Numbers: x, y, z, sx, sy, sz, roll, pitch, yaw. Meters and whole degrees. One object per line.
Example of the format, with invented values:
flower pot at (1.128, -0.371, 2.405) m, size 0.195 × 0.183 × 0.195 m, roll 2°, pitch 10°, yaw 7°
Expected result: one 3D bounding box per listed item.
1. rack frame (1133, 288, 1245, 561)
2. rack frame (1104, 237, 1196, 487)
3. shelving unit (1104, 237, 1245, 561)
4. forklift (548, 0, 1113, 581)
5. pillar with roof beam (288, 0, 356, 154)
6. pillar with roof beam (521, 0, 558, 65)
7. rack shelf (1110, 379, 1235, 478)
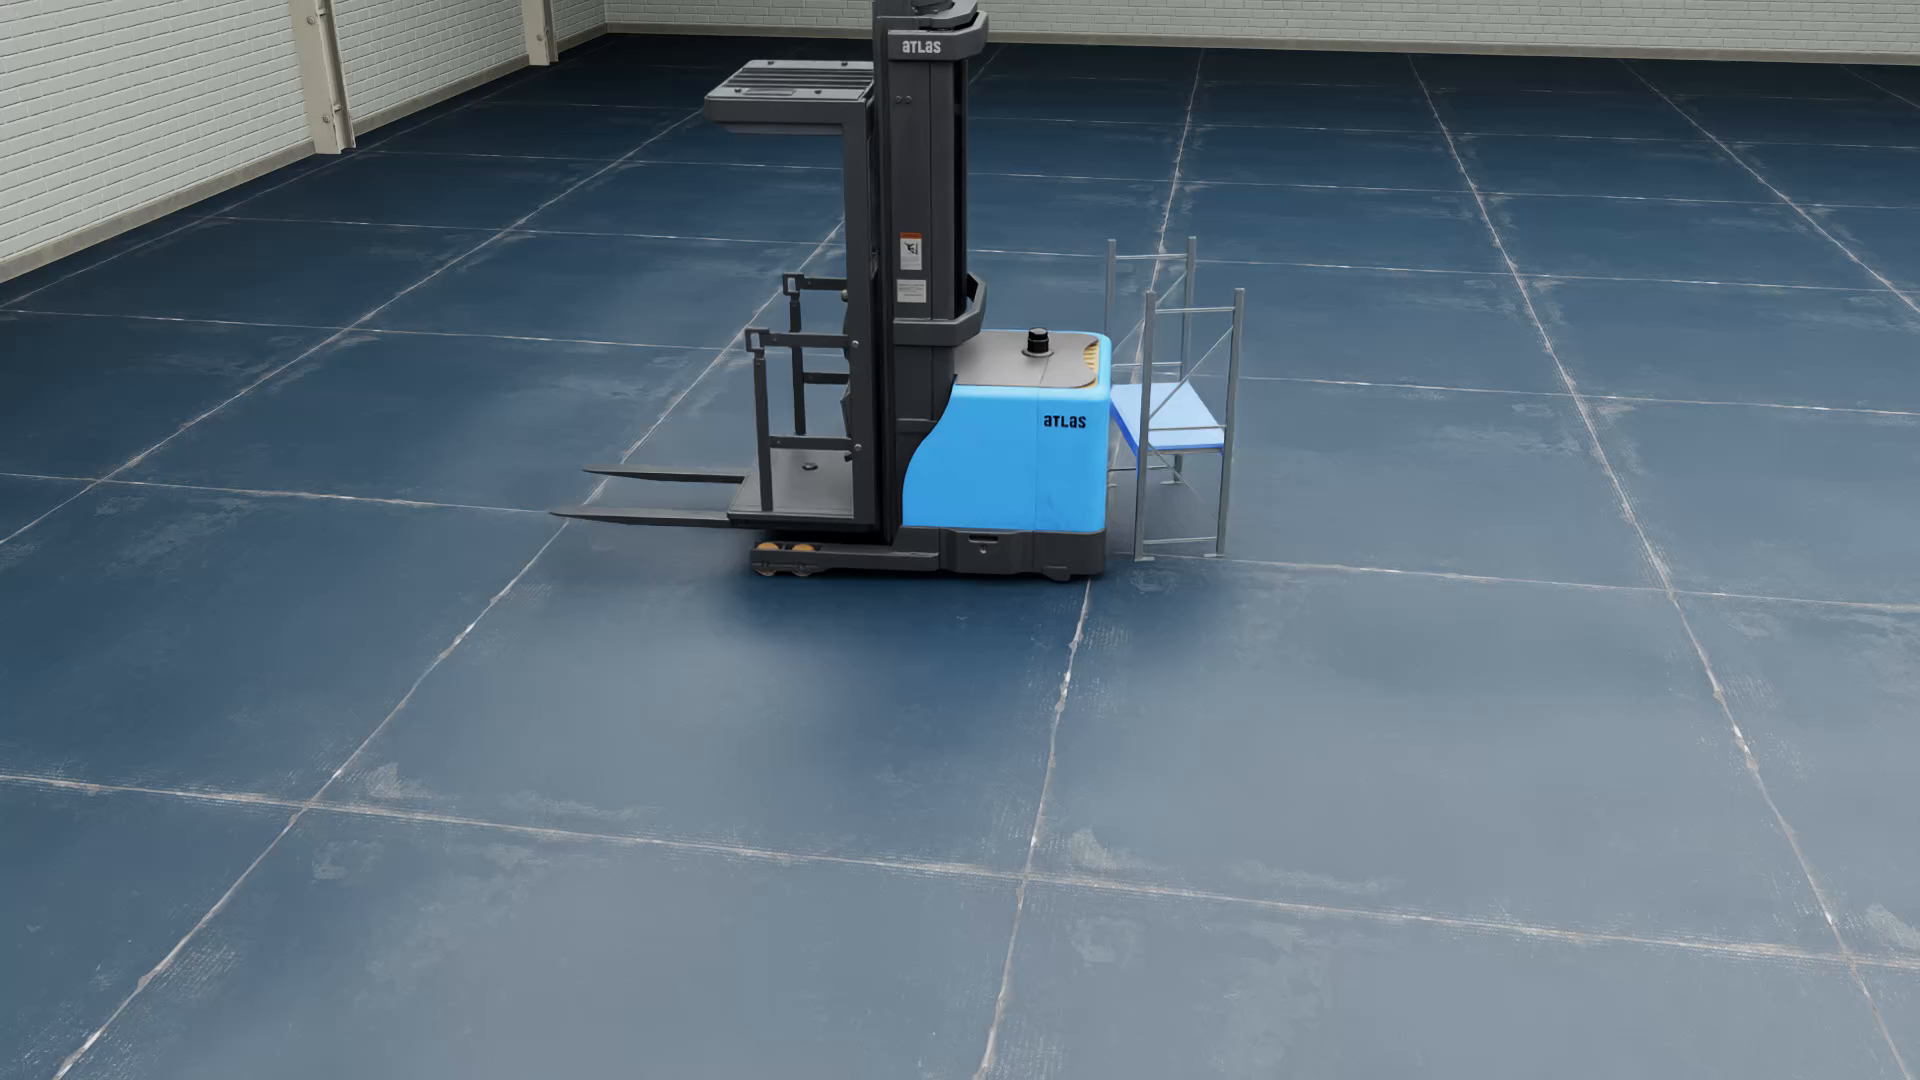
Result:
rack frame at (1.191, -0.582, 8.725) m, size 0.500 × 1.500 × 0.032 m, roll -3°, pitch 25°, yaw -6°
rack frame at (1.077, -1.011, 9.640) m, size 0.500 × 1.500 × 0.032 m, roll -3°, pitch 25°, yaw -6°
shelving unit at (1.134, -0.797, 9.183) m, size 0.538 × 1.500 × 1.048 m, roll -3°, pitch 25°, yaw -6°
forklift at (-0.702, -1.356, 8.689) m, size 3.031 × 2.935 × 1.130 m, roll 2°, pitch 25°, yaw 5°
pillar with roof beam at (-2.728, -8.129, 16.003) m, size 9.100 × 9.000 × 0.400 m, roll 4°, pitch 25°, yaw 9°
pillar with roof beam at (-1.747, -10.639, 21.364) m, size 9.100 × 9.000 × 0.400 m, roll 4°, pitch 25°, yaw 9°
rack shelf at (1.134, -0.634, 9.259) m, size 0.538 × 0.185 × 1.000 m, roll -3°, pitch 25°, yaw -6°
